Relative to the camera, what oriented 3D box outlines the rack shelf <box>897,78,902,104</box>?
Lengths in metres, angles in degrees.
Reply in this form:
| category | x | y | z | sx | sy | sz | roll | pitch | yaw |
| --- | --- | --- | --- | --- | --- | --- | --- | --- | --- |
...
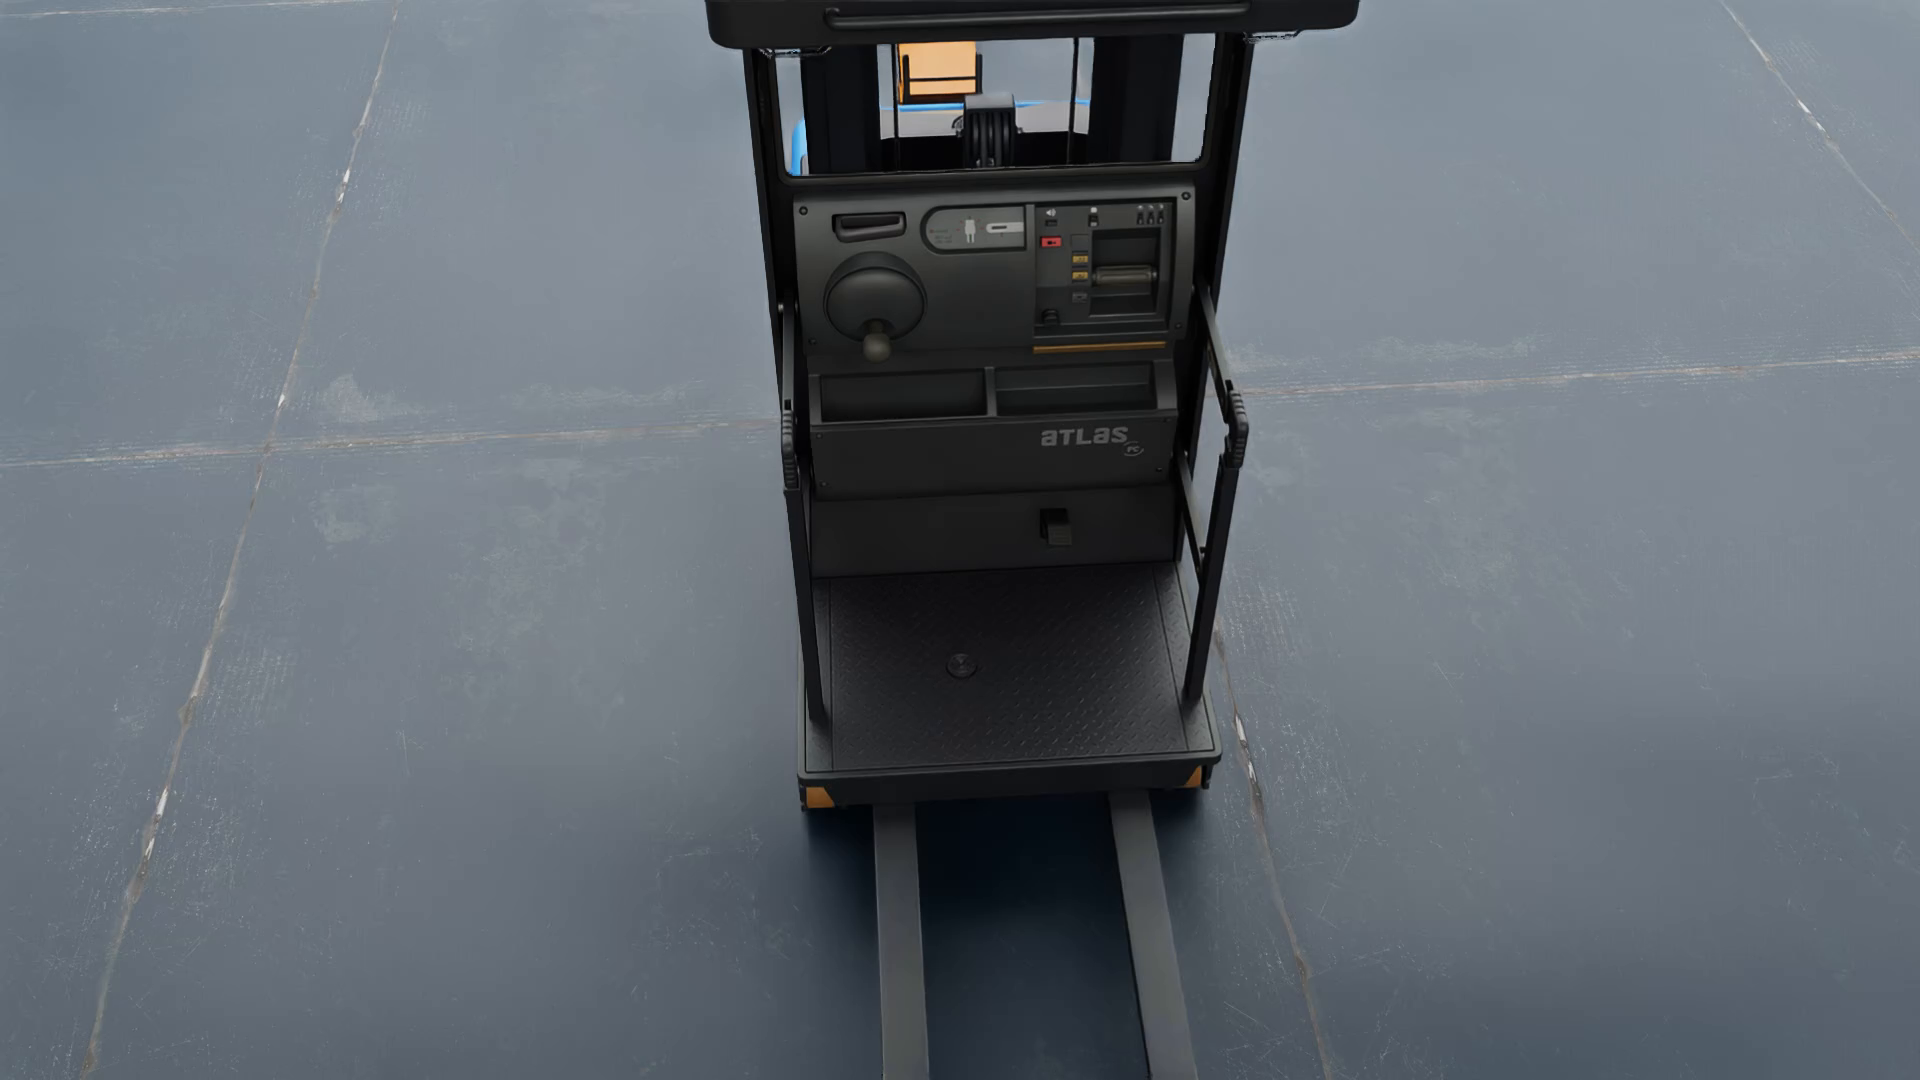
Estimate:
| category | x | y | z | sx | sy | sz | roll | pitch | yaw |
| --- | --- | --- | --- | --- | --- | --- | --- | --- | --- |
| rack shelf | -0.070 | -1.329 | 5.467 | 0.258 | 0.148 | 0.480 | -3 | 47 | -3 |

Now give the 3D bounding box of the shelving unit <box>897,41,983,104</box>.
| category | x | y | z | sx | sy | sz | roll | pitch | yaw |
| --- | --- | --- | --- | --- | --- | --- | --- | --- | --- |
| shelving unit | -0.070 | -1.222 | 5.581 | 0.258 | 1.200 | 0.503 | -3 | 47 | -3 |

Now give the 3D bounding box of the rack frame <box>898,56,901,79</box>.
| category | x | y | z | sx | sy | sz | roll | pitch | yaw |
| --- | --- | --- | --- | --- | --- | --- | --- | --- | --- |
| rack frame | -0.086 | -1.398 | 5.748 | 0.240 | 1.200 | 0.015 | -3 | 47 | -3 |

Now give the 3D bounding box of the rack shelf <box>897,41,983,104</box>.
| category | x | y | z | sx | sy | sz | roll | pitch | yaw |
| --- | --- | --- | --- | --- | --- | --- | --- | --- | --- |
| rack shelf | -0.070 | -1.492 | 5.295 | 0.258 | 0.148 | 0.480 | -3 | 47 | -3 |

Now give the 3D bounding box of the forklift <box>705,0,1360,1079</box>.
| category | x | y | z | sx | sy | sz | roll | pitch | yaw |
| --- | --- | --- | --- | --- | --- | --- | --- | --- | --- |
| forklift | 0.100 | -0.530 | 3.733 | 1.130 | 2.935 | 3.031 | -3 | 47 | -3 |

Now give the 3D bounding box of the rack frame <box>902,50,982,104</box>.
| category | x | y | z | sx | sy | sz | roll | pitch | yaw |
| --- | --- | --- | --- | --- | --- | --- | --- | --- | --- |
| rack frame | -0.053 | -1.045 | 5.413 | 0.240 | 1.200 | 0.015 | -3 | 47 | -3 |
